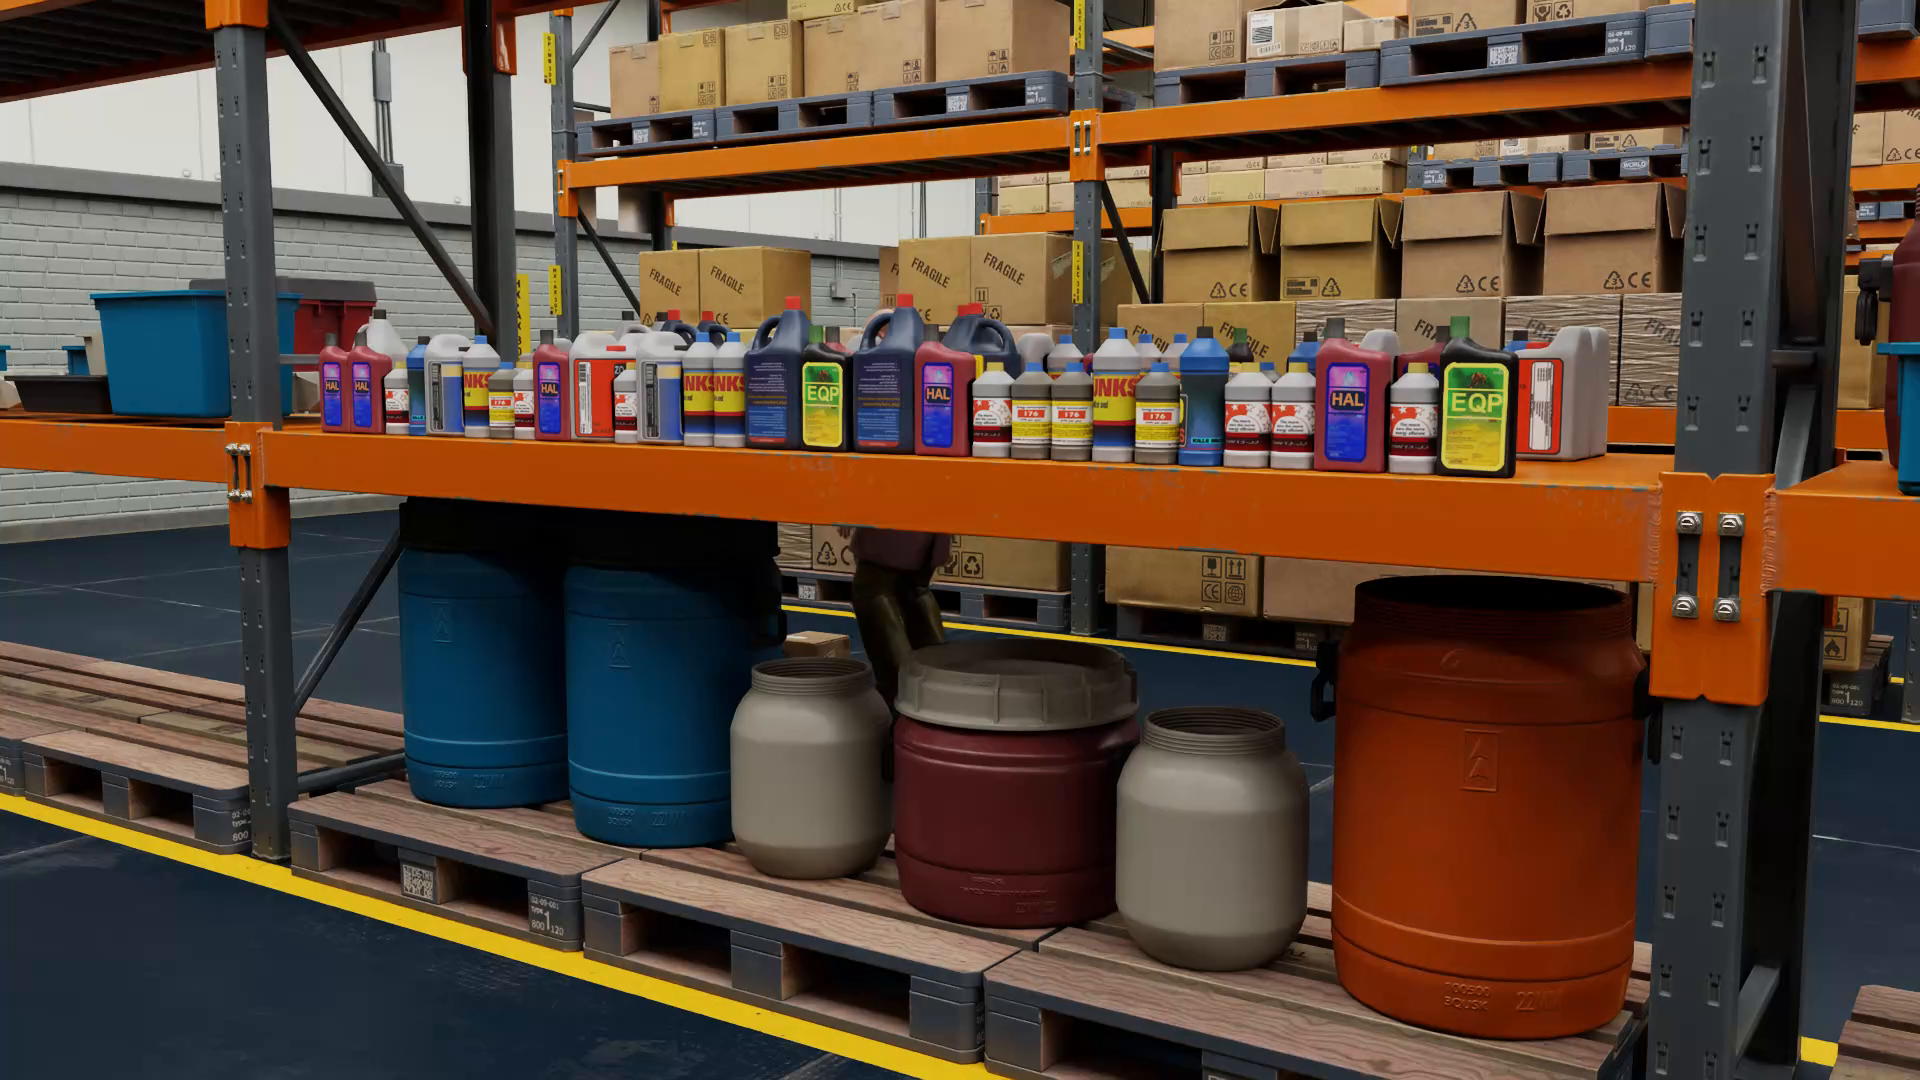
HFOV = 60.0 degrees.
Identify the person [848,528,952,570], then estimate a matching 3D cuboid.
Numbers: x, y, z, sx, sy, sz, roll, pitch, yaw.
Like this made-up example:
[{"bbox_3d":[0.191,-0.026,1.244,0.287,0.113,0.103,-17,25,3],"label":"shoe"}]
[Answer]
[{"bbox_3d":[-0.249,-0.356,7.198,0.396,0.963,0.587,4,8,35],"label":"person"}]
